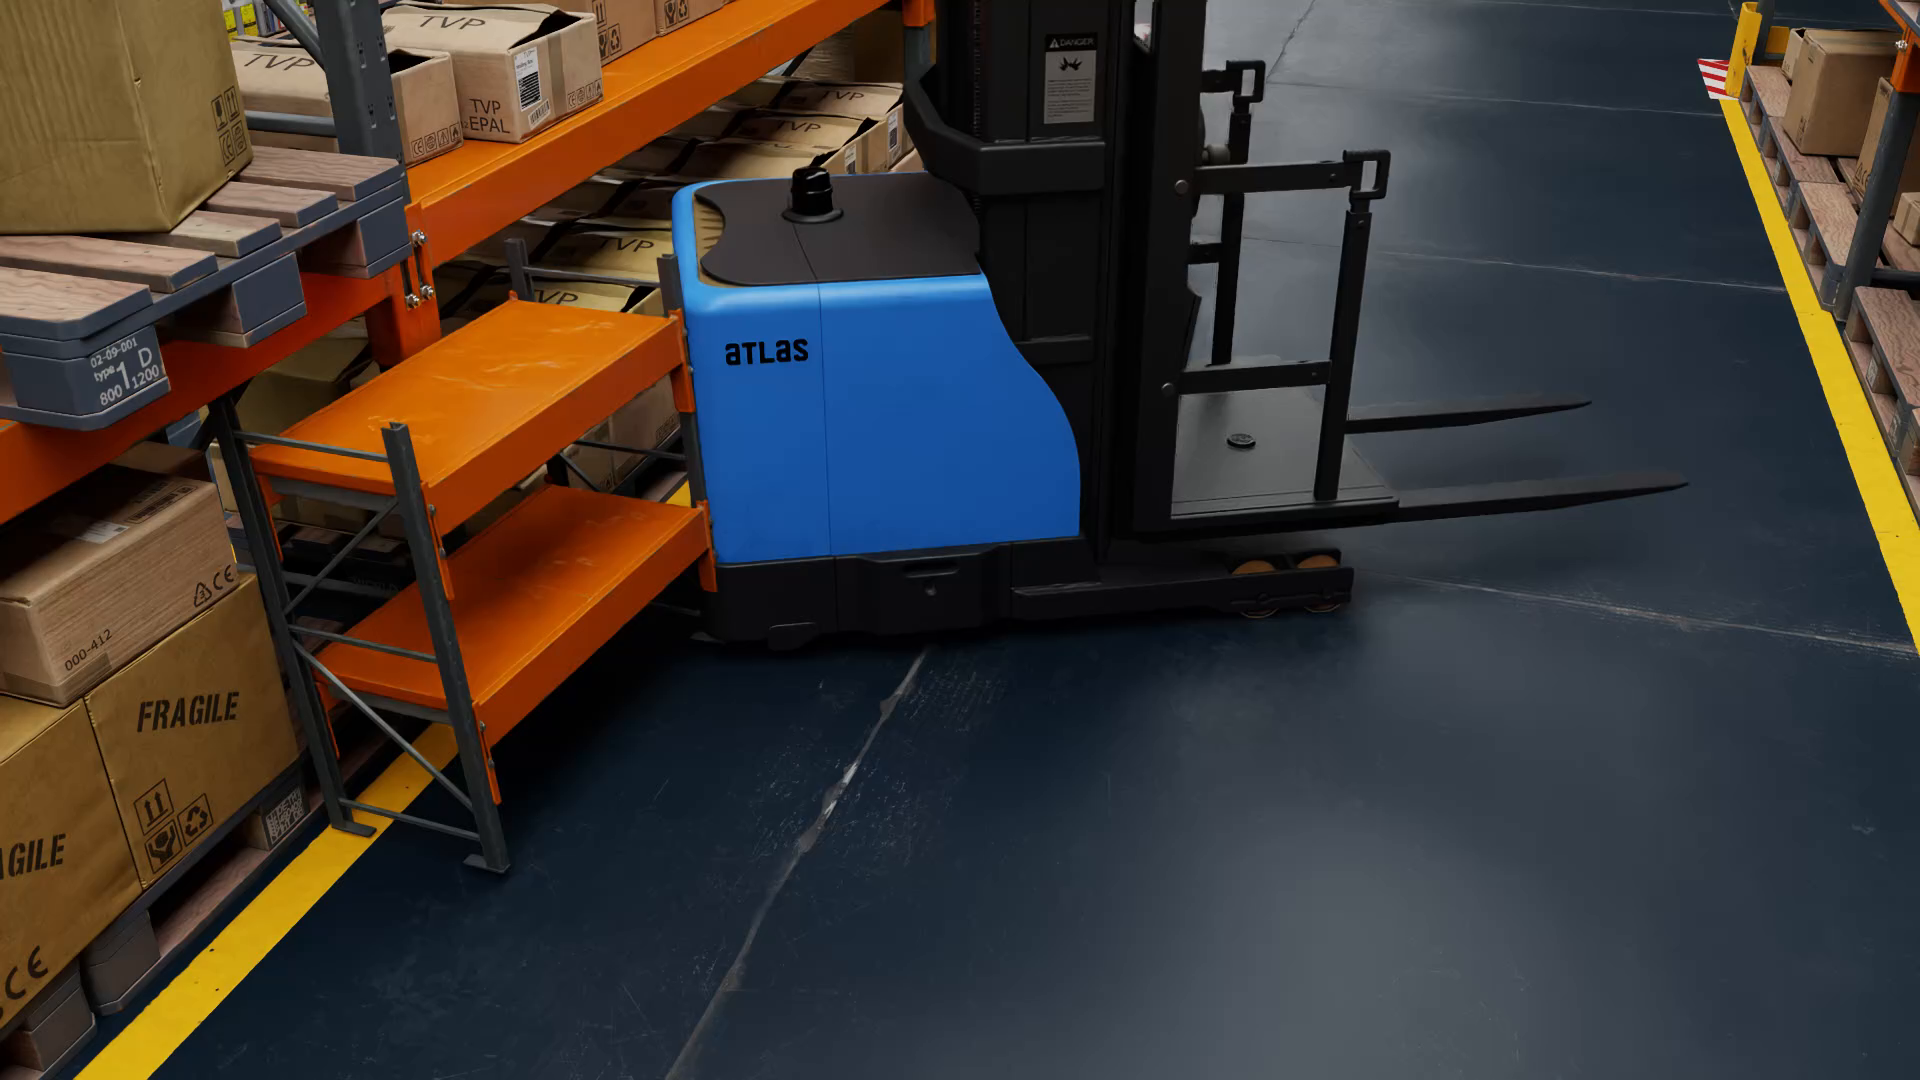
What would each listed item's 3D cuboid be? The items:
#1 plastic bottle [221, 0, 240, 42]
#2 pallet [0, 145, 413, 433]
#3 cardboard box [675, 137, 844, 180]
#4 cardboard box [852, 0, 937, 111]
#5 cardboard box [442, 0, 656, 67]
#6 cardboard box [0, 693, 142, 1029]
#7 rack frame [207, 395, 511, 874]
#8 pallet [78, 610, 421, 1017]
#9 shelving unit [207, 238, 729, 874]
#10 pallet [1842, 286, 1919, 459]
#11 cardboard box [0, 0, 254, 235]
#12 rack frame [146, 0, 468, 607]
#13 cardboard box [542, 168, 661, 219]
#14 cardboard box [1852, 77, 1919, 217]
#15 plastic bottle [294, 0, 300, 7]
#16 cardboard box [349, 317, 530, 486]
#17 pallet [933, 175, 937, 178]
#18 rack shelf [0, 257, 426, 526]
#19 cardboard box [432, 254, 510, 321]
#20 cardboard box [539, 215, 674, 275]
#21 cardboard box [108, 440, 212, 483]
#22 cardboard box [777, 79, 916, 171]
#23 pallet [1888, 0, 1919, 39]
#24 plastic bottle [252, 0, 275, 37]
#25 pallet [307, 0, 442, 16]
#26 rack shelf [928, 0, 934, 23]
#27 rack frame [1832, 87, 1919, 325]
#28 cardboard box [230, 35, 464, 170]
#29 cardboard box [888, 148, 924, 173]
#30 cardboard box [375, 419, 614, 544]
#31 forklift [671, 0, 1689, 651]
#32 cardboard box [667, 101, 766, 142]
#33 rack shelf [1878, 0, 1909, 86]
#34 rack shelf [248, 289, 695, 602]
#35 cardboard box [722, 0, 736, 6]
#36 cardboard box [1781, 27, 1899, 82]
[{"bbox_3d":[-4.551,-3.208,10.203,0.144,0.351,0.185,8,30,14],"label":"plastic bottle"},{"bbox_3d":[-1.937,-0.596,3.433,1.213,0.211,1.003,8,30,15],"label":"pallet"},{"bbox_3d":[-0.771,-1.387,6.478,0.500,0.311,0.500,8,30,15],"label":"cardboard box"},{"bbox_3d":[-0.195,-2.344,8.003,0.500,0.500,0.500,8,30,15],"label":"cardboard box"},{"bbox_3d":[-1.328,-1.830,5.352,0.500,0.500,0.500,7,30,12],"label":"cardboard box"},{"bbox_3d":[-2.007,0.604,3.197,0.500,0.500,0.500,7,30,13],"label":"cardboard box"},{"bbox_3d":[-1.300,0.231,3.641,0.500,1.125,0.032,9,31,21],"label":"rack frame"},{"bbox_3d":[-2.060,0.556,4.034,1.003,0.211,1.213,8,30,15],"label":"pallet"},{"bbox_3d":[-1.102,-0.006,4.045,0.538,1.125,1.048,9,31,21],"label":"shelving unit"},{"bbox_3d":[3.879,-0.578,6.071,1.003,0.211,1.213,8,30,15],"label":"pallet"},{"bbox_3d":[-1.882,-0.923,3.289,0.700,0.500,0.500,-1,29,-2],"label":"cardboard box"},{"bbox_3d":[-1.805,-1.005,3.970,1.000,3.000,0.127,8,30,15],"label":"rack frame"},{"bbox_3d":[-1.440,-1.219,6.176,0.500,0.311,0.500,9,30,16],"label":"cardboard box"},{"bbox_3d":[4.372,-1.746,7.422,0.500,0.500,0.500,6,30,11],"label":"cardboard box"},{"bbox_3d":[-4.328,-3.463,10.732,0.061,0.283,0.133,9,30,16],"label":"plastic bottle"},{"bbox_3d":[-1.370,-0.433,4.763,0.500,0.311,0.500,10,30,17],"label":"cardboard box"},{"bbox_3d":[-0.357,-2.009,8.643,1.003,0.211,1.213,8,30,15],"label":"pallet"},{"bbox_3d":[-2.392,0.239,2.474,1.077,0.370,4.000,8,30,15],"label":"rack shelf"},{"bbox_3d":[-1.740,-0.753,5.337,0.500,0.311,0.500,8,30,14],"label":"cardboard box"},{"bbox_3d":[-1.072,-0.915,5.629,0.500,0.311,0.500,8,30,14],"label":"cardboard box"},{"bbox_3d":[-2.212,0.066,4.164,0.500,0.500,0.500,10,31,17],"label":"cardboard box"},{"bbox_3d":[-0.476,-1.861,7.330,0.500,0.311,0.500,8,30,15],"label":"cardboard box"},{"bbox_3d":[3.742,-1.740,5.490,1.003,0.211,1.213,8,30,15],"label":"pallet"},{"bbox_3d":[-4.452,-3.339,10.516,0.152,0.276,0.135,8,30,13],"label":"plastic bottle"},{"bbox_3d":[-4.412,-3.794,11.852,1.003,0.211,1.213,8,30,15],"label":"pallet"},{"bbox_3d":[-0.044,-3.479,9.158,1.077,0.370,4.000,8,30,15],"label":"rack shelf"},{"bbox_3d":[4.106,-2.158,6.044,1.000,3.000,0.127,8,30,15],"label":"rack frame"},{"bbox_3d":[-1.656,-1.128,4.285,0.500,0.311,0.500,10,31,18],"label":"cardboard box"},{"bbox_3d":[-0.475,-1.611,7.457,0.500,0.250,0.500,8,30,14],"label":"cardboard box"},{"bbox_3d":[-1.370,-0.188,4.899,0.500,0.250,0.500,8,30,15],"label":"cardboard box"},{"bbox_3d":[0.695,-1.301,4.574,3.031,2.935,1.130,-5,29,-8],"label":"forklift"},{"bbox_3d":[-1.142,-1.702,7.044,0.500,0.311,0.500,8,30,14],"label":"cardboard box"},{"bbox_3d":[4.693,-2.773,7.890,1.077,0.370,4.000,8,30,15],"label":"rack shelf"},{"bbox_3d":[-1.117,-0.261,3.903,0.538,0.278,1.000,9,31,21],"label":"rack shelf"},{"bbox_3d":[-1.026,-2.308,6.210,0.500,0.500,0.500,11,31,18],"label":"cardboard box"},{"bbox_3d":[4.991,-2.726,9.378,0.500,0.311,0.500,5,30,9],"label":"cardboard box"}]
